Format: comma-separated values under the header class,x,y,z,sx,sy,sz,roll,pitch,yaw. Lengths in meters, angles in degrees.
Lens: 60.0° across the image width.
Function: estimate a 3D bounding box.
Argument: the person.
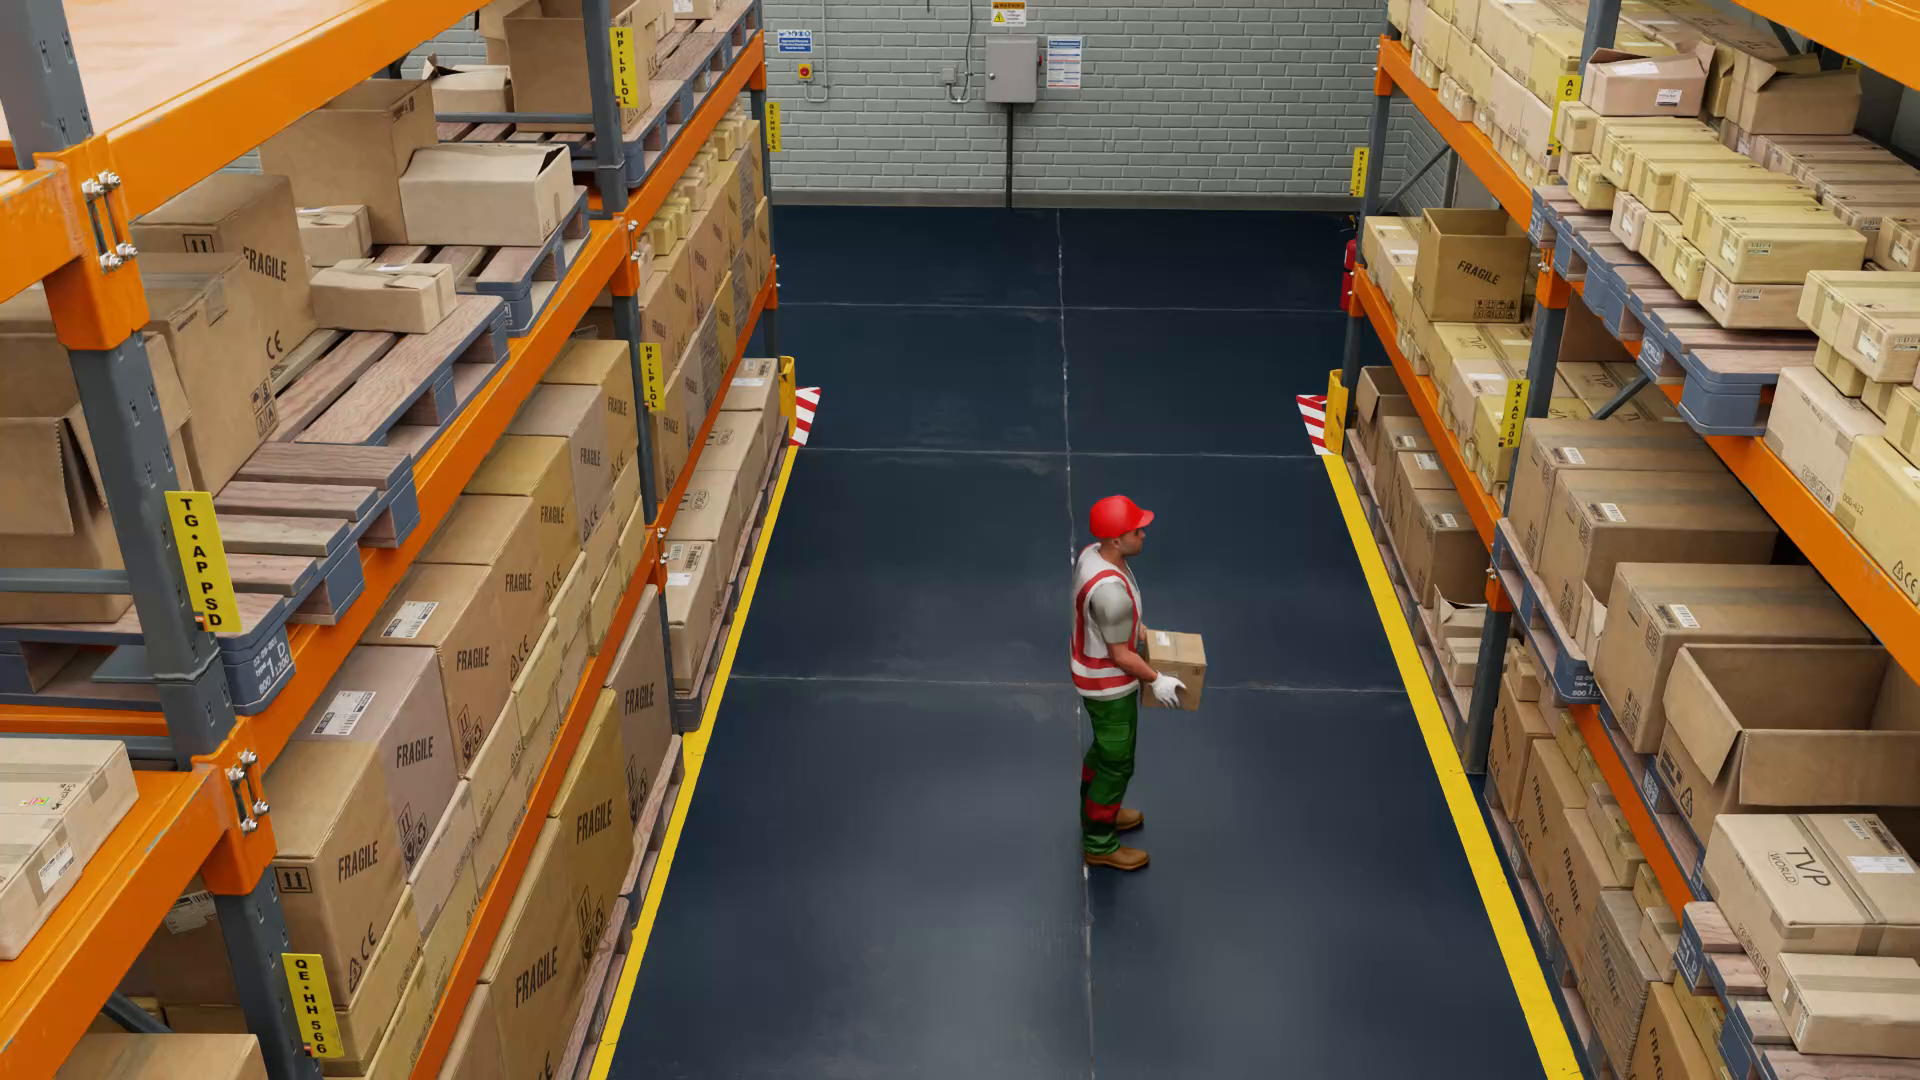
class,x,y,z,sx,sy,sz,roll,pitch,yaw
person,0.710,0.619,7.427,0.455,1.779,0.619,0,28,1
